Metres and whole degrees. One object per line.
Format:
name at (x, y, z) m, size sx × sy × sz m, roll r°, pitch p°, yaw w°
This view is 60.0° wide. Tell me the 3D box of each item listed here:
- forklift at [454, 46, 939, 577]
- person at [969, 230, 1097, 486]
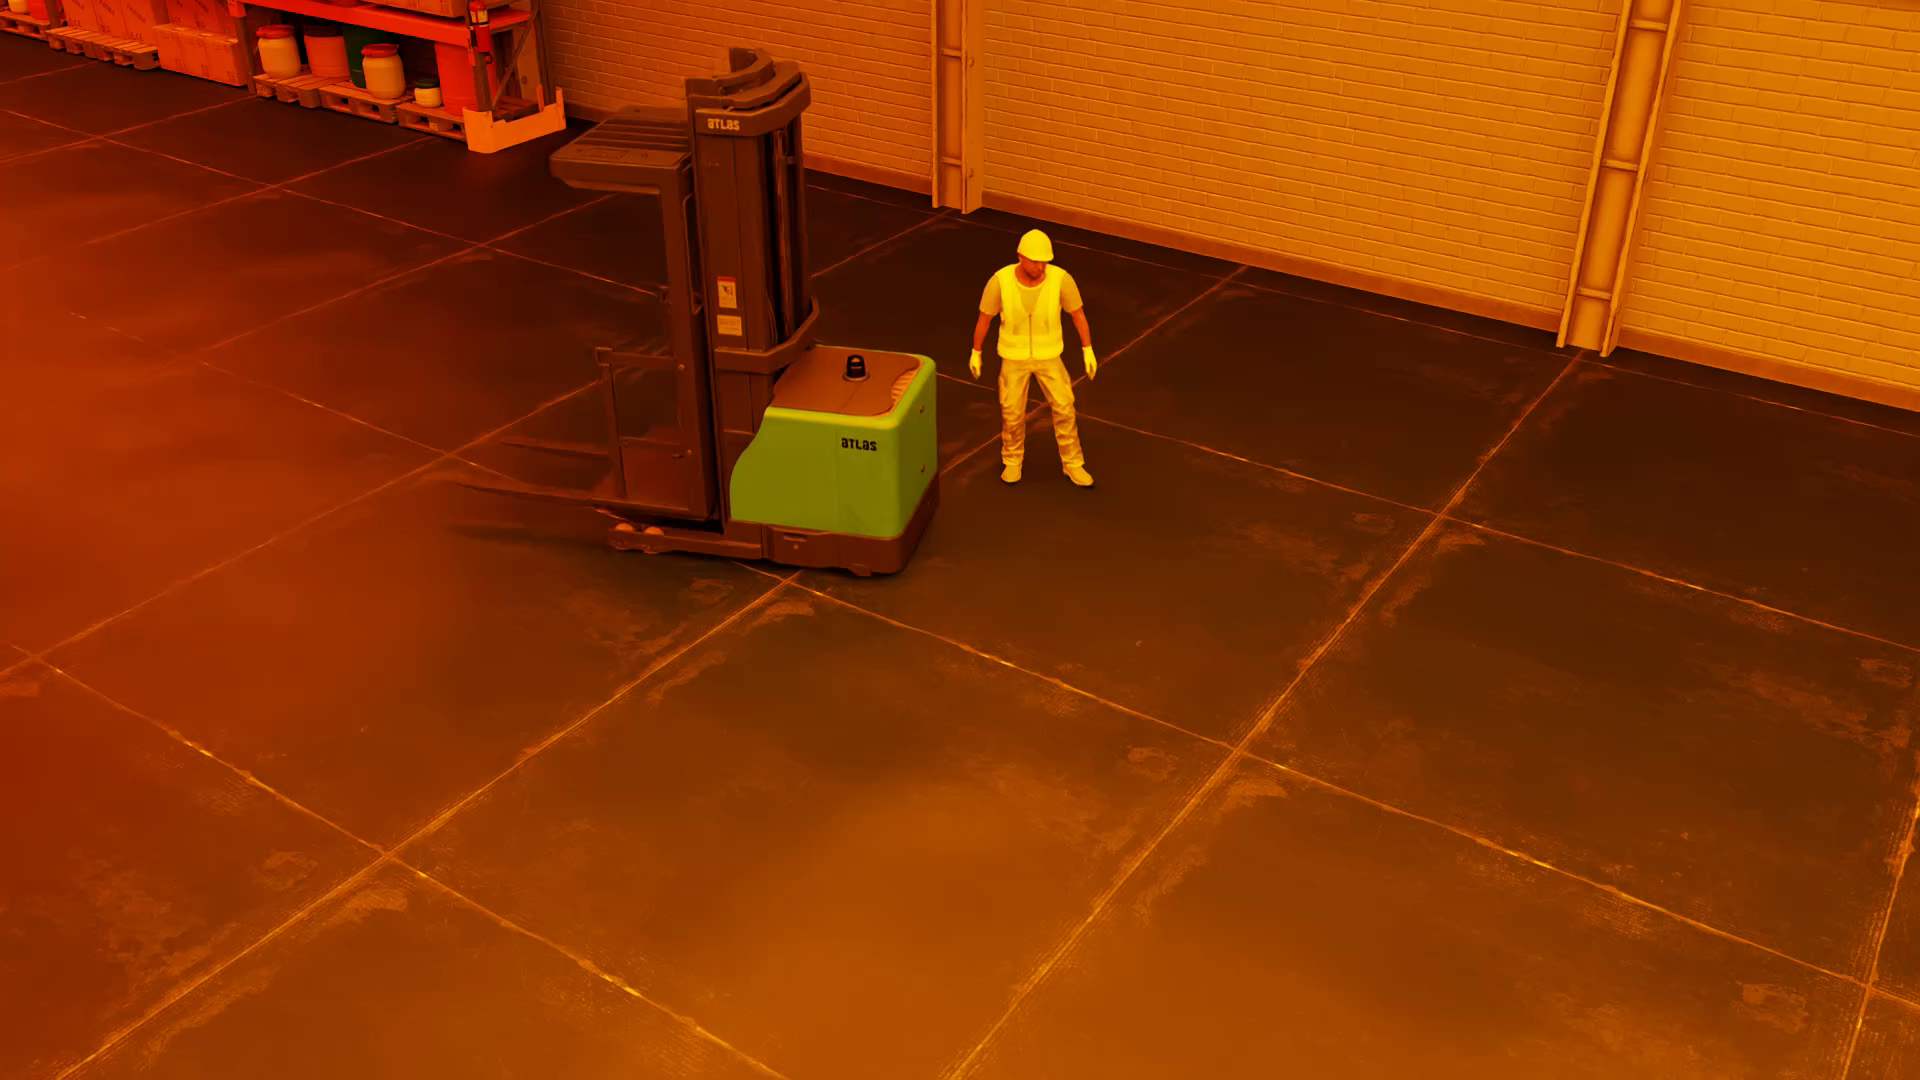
forklift at (-1.709, -1.427, 10.039) m, size 3.031 × 2.935 × 1.130 m, roll 7°, pitch 31°, yaw 12°
person at (0.474, -1.185, 10.796) m, size 0.828 × 1.752 × 0.422 m, roll -1°, pitch 30°, yaw -2°
